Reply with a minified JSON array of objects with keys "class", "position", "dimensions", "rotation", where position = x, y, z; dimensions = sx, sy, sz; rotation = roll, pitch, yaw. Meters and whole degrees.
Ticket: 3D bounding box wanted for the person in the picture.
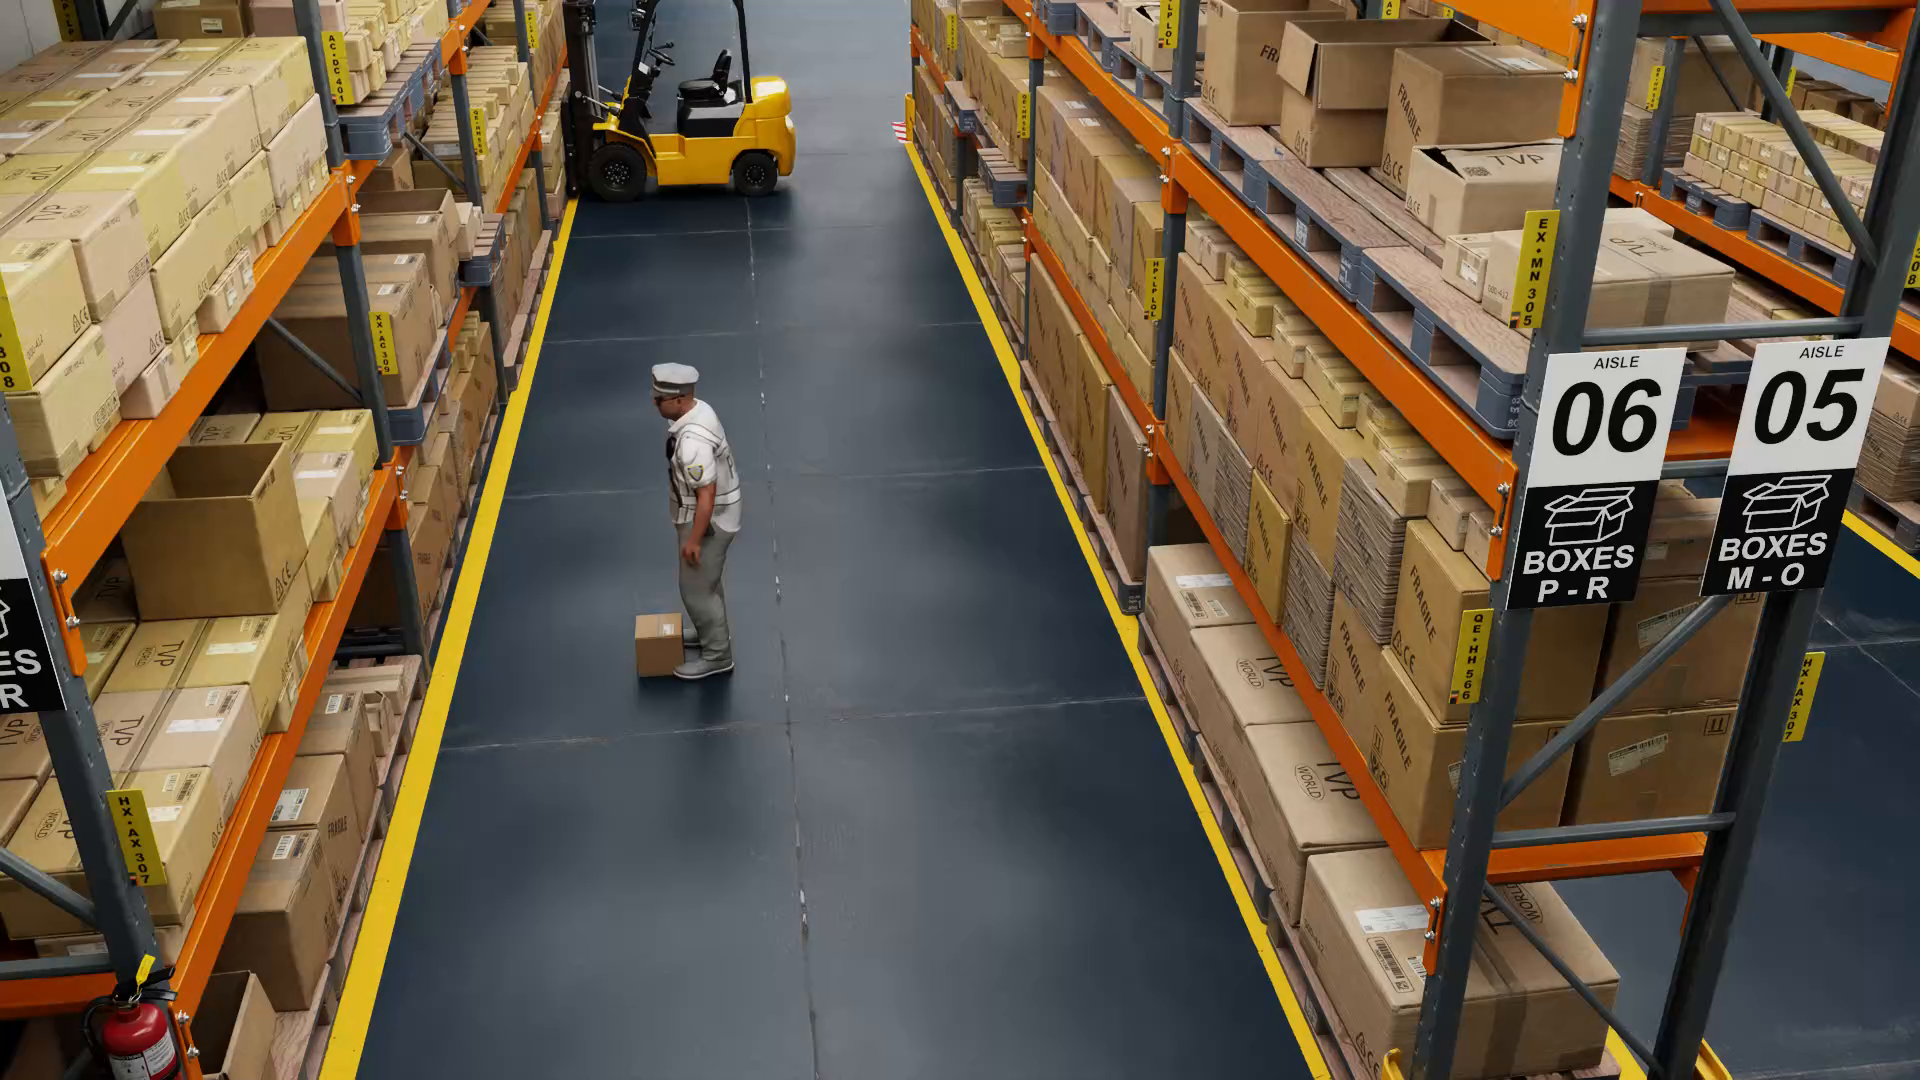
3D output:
[{"class":"person","position":[-1.374,-0.109,8.825],"dimensions":[0.429,1.746,0.604],"rotation":[-5,27,-9]}]
